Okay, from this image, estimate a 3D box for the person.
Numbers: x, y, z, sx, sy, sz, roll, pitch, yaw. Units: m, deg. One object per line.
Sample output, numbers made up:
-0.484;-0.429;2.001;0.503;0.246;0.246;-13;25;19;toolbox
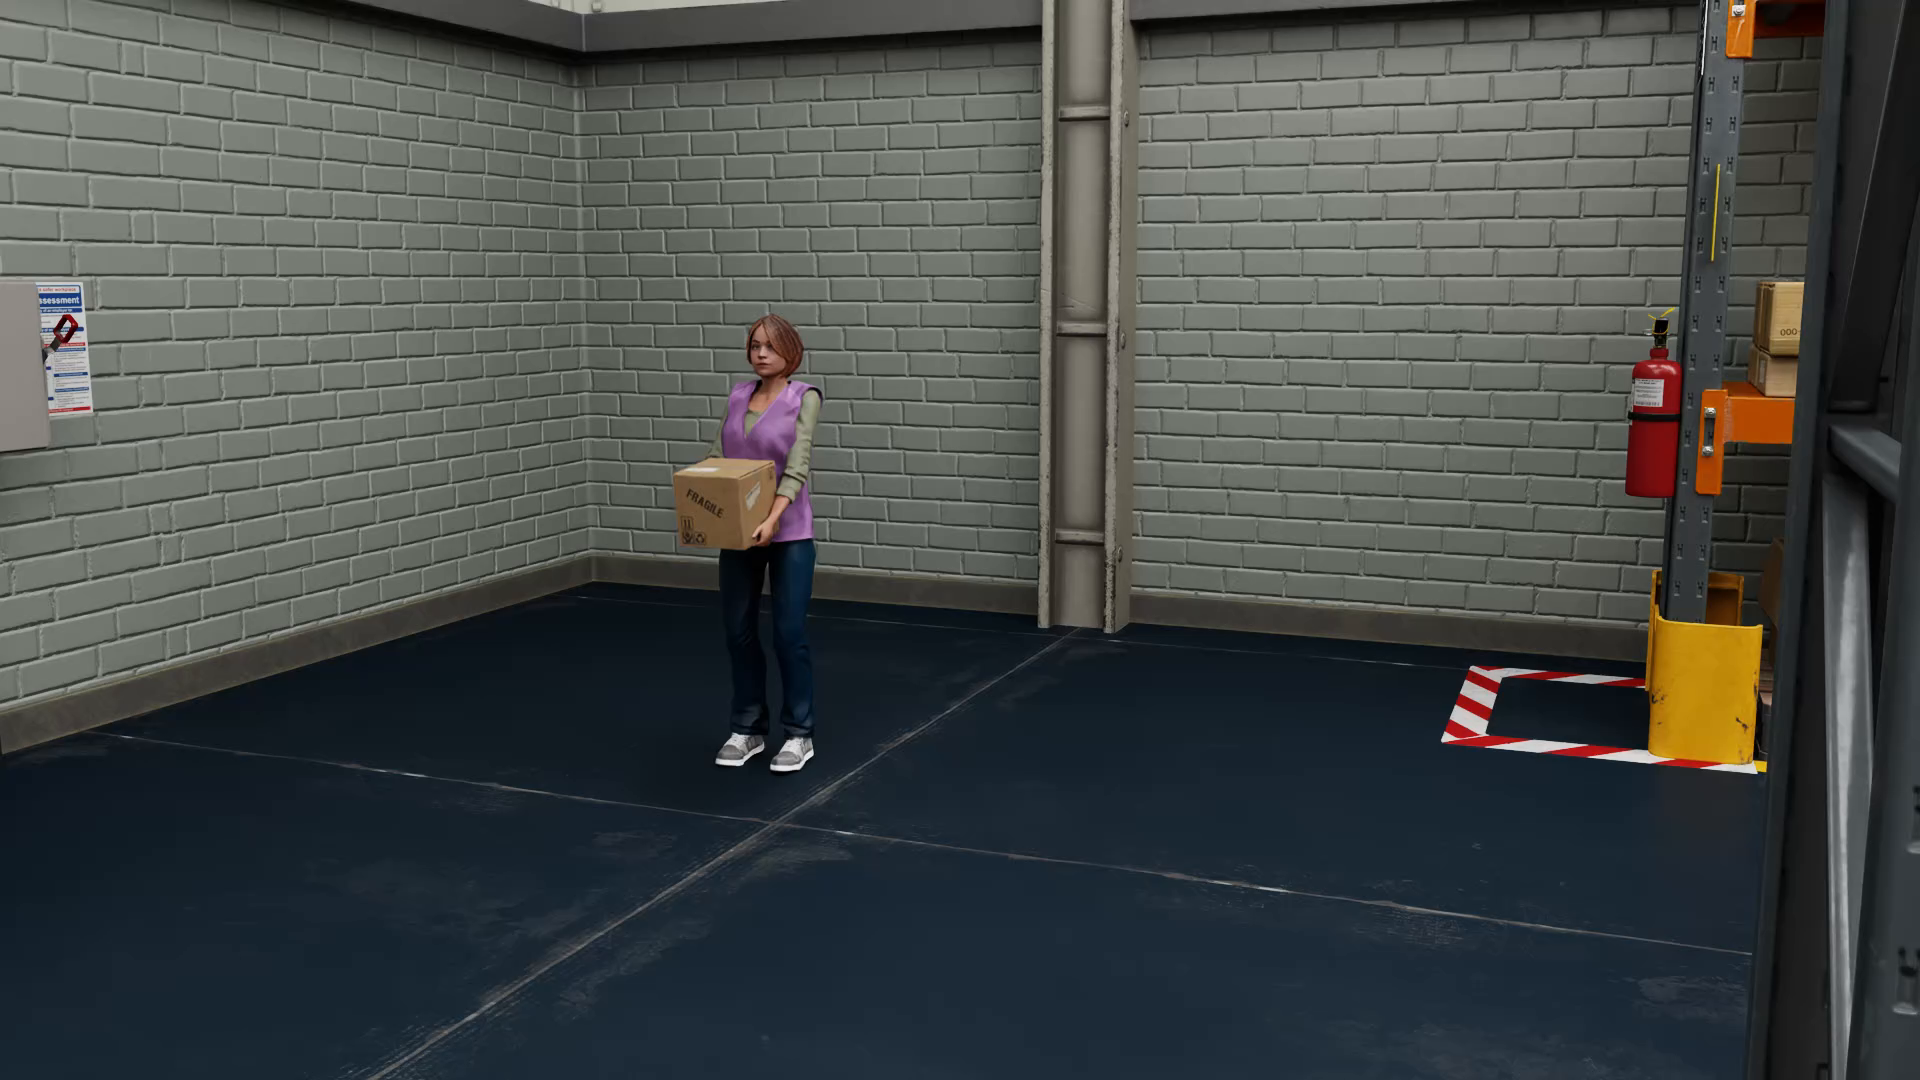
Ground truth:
-0.713;0.021;5.777;0.404;1.594;0.494;4;10;22;person
